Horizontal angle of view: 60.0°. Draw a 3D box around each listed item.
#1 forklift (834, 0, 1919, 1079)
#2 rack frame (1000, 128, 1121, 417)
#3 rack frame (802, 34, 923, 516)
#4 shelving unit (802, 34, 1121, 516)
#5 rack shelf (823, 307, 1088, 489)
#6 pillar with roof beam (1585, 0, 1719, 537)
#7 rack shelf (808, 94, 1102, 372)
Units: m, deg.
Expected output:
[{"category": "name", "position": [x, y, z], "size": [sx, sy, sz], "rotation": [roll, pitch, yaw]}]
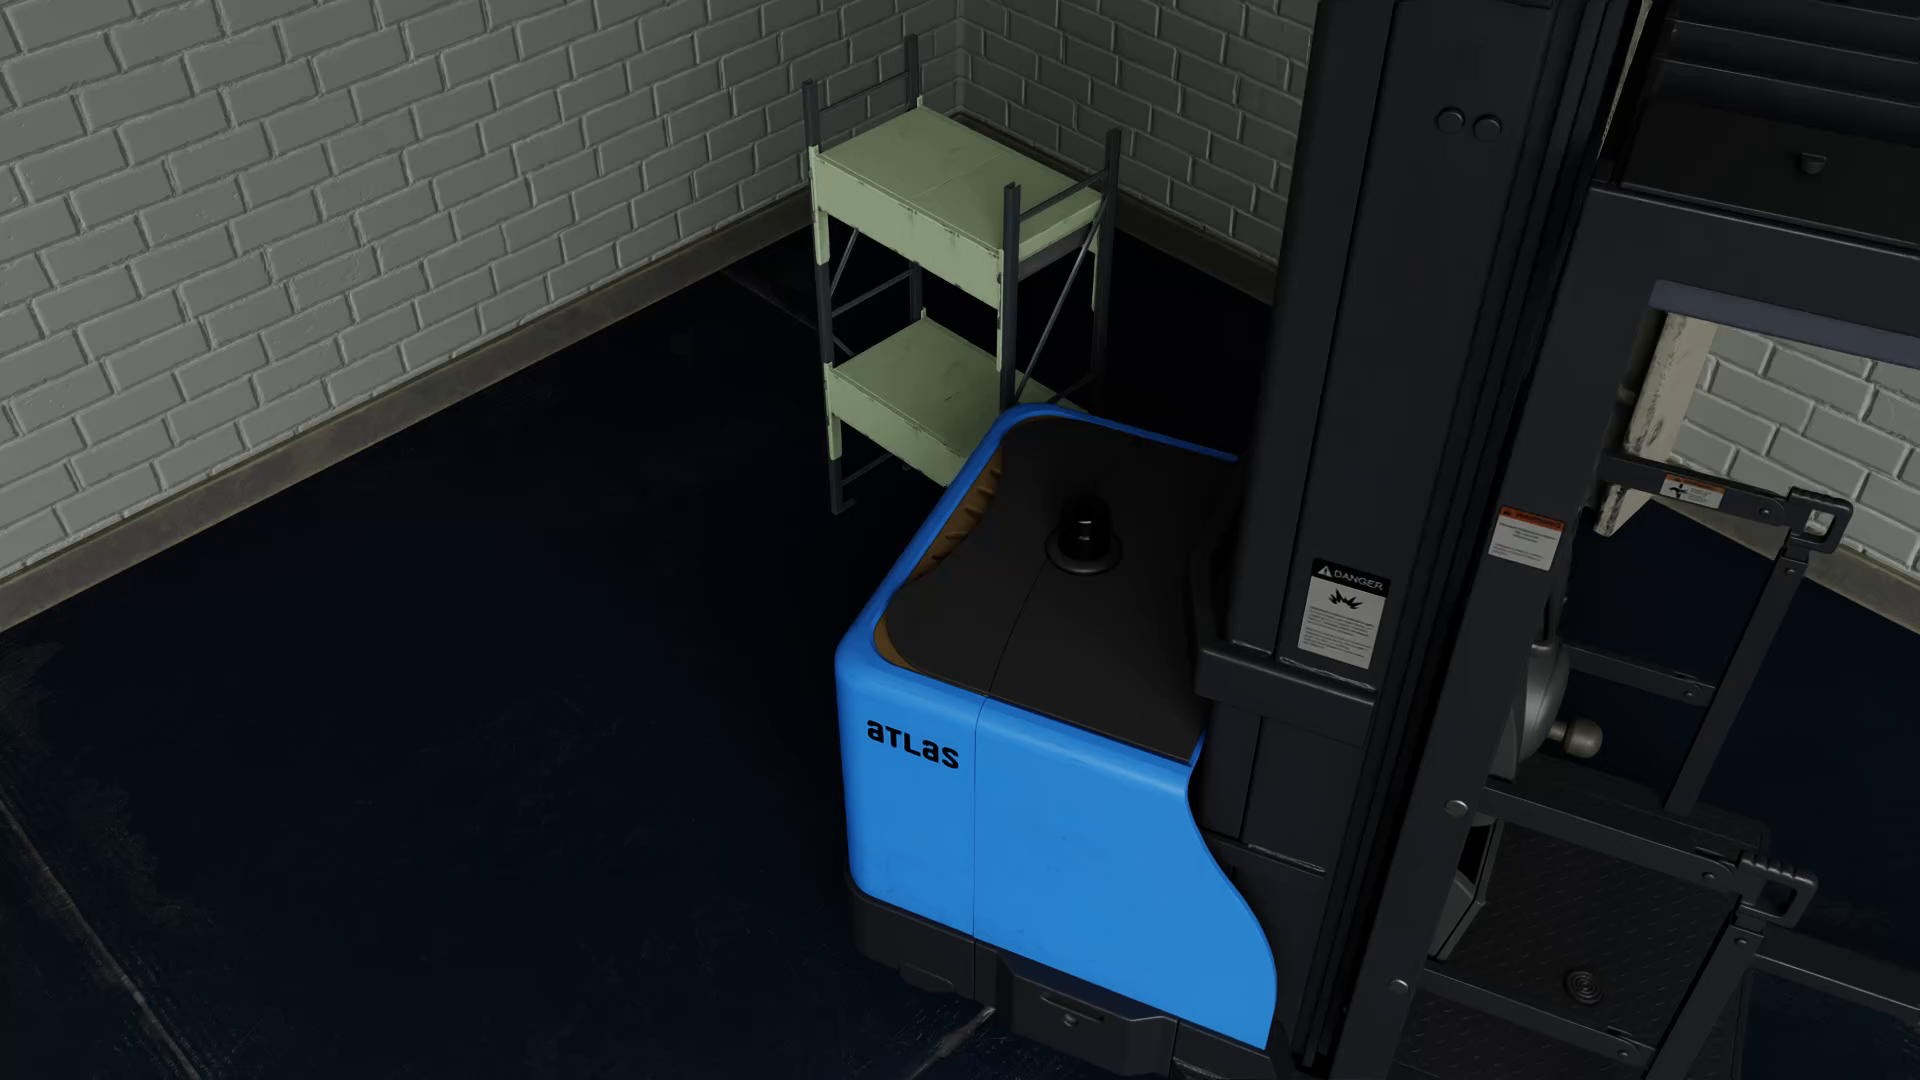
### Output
[{"category": "forklift", "position": [1.283, 0.068, 3.016], "size": [3.031, 2.935, 1.130], "rotation": [17, 45, 18]}, {"category": "rack frame", "position": [0.254, -0.378, 4.554], "size": [0.400, 1.500, 0.023], "rotation": [-34, 53, -31]}, {"category": "rack frame", "position": [-0.263, -0.730, 4.935], "size": [0.400, 1.500, 0.023], "rotation": [-34, 53, -31]}, {"category": "shelving unit", "position": [-0.005, -0.554, 4.744], "size": [0.431, 1.500, 0.755], "rotation": [-34, 53, -31]}, {"category": "rack shelf", "position": [-0.005, -0.315, 4.966], "size": [0.431, 0.370, 0.720], "rotation": [-34, 53, -31]}, {"category": "pillar with roof beam", "position": [-1.031, -1.418, 0.153], "size": [9.100, 9.000, 0.400], "rotation": [-34, 53, -31]}, {"category": "rack shelf", "position": [-0.005, -0.841, 4.480], "size": [0.431, 0.370, 0.720], "rotation": [-34, 53, -31]}]
